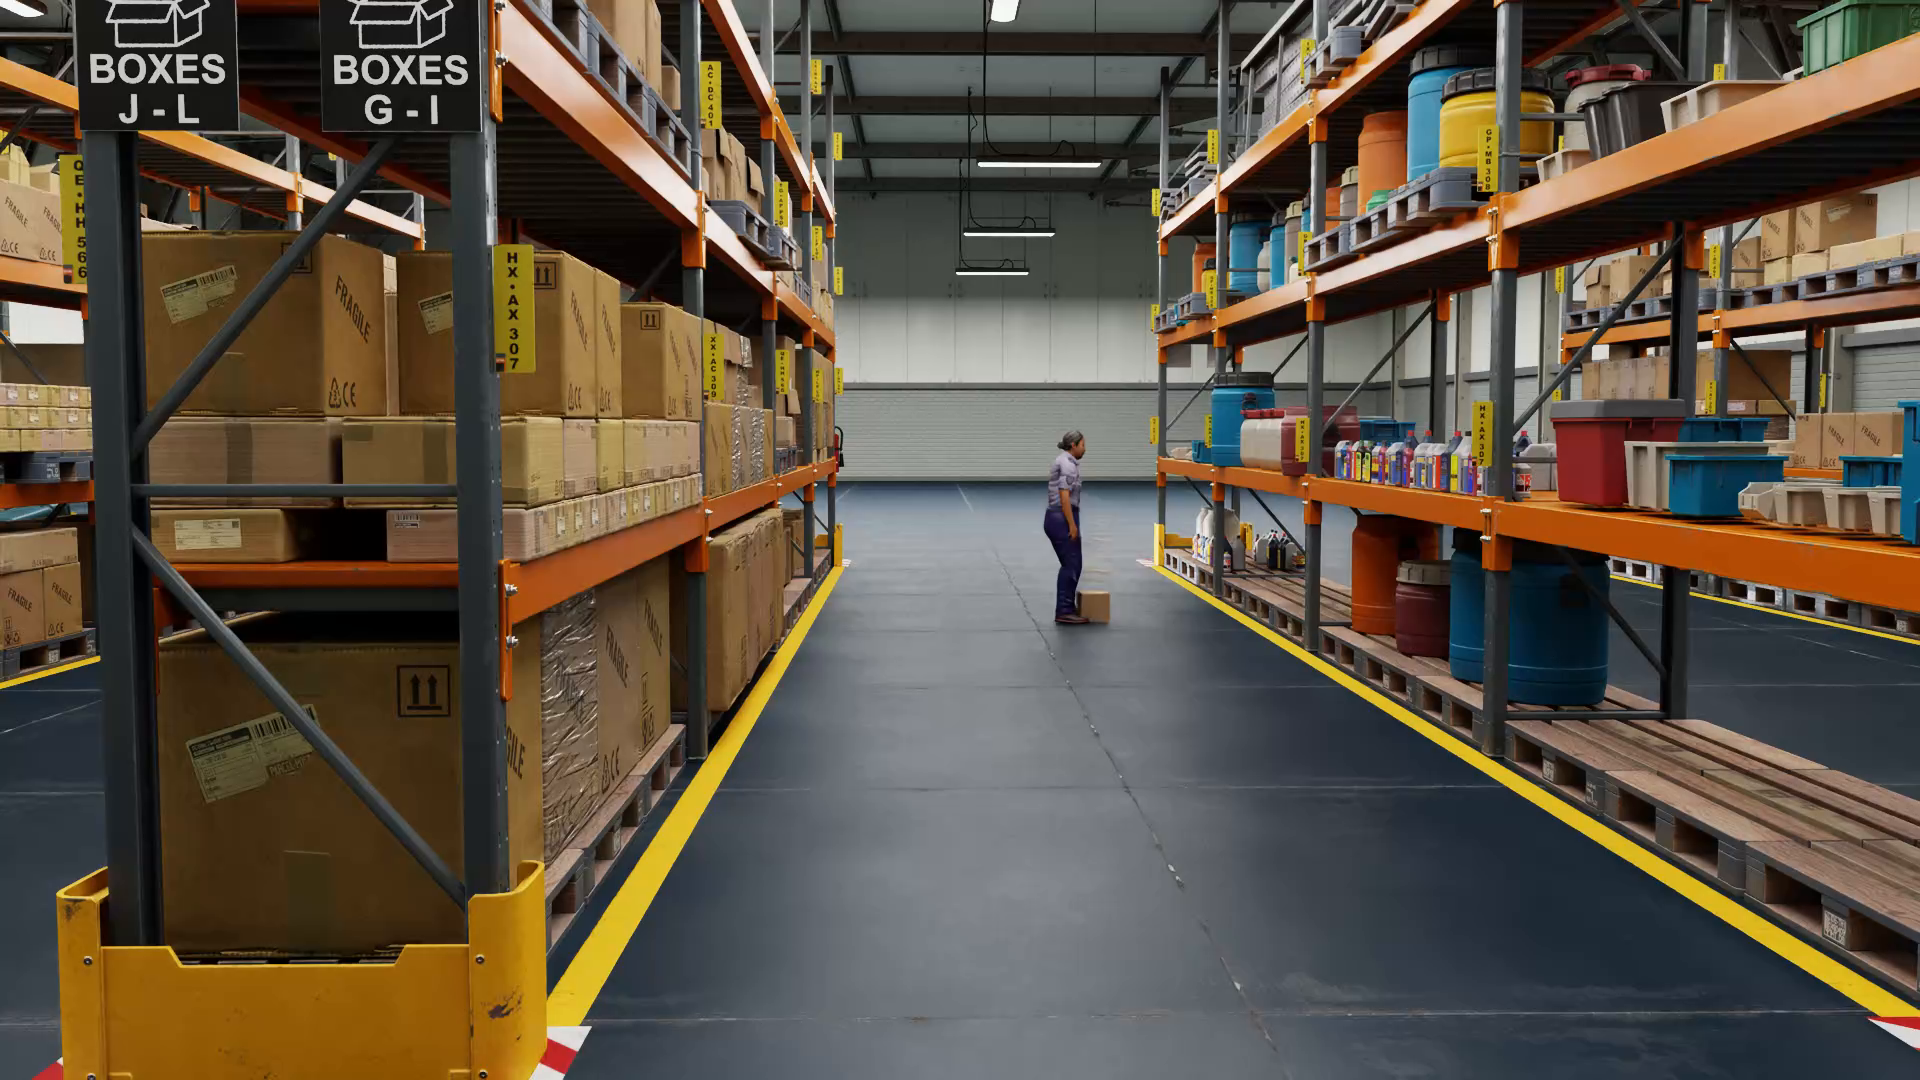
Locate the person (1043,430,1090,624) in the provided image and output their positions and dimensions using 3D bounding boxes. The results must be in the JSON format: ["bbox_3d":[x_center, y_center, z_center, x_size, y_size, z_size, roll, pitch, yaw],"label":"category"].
[{"bbox_3d":[0.943,-0.122,14.367,0.425,1.650,0.558,0,4,-5],"label":"person"}]
